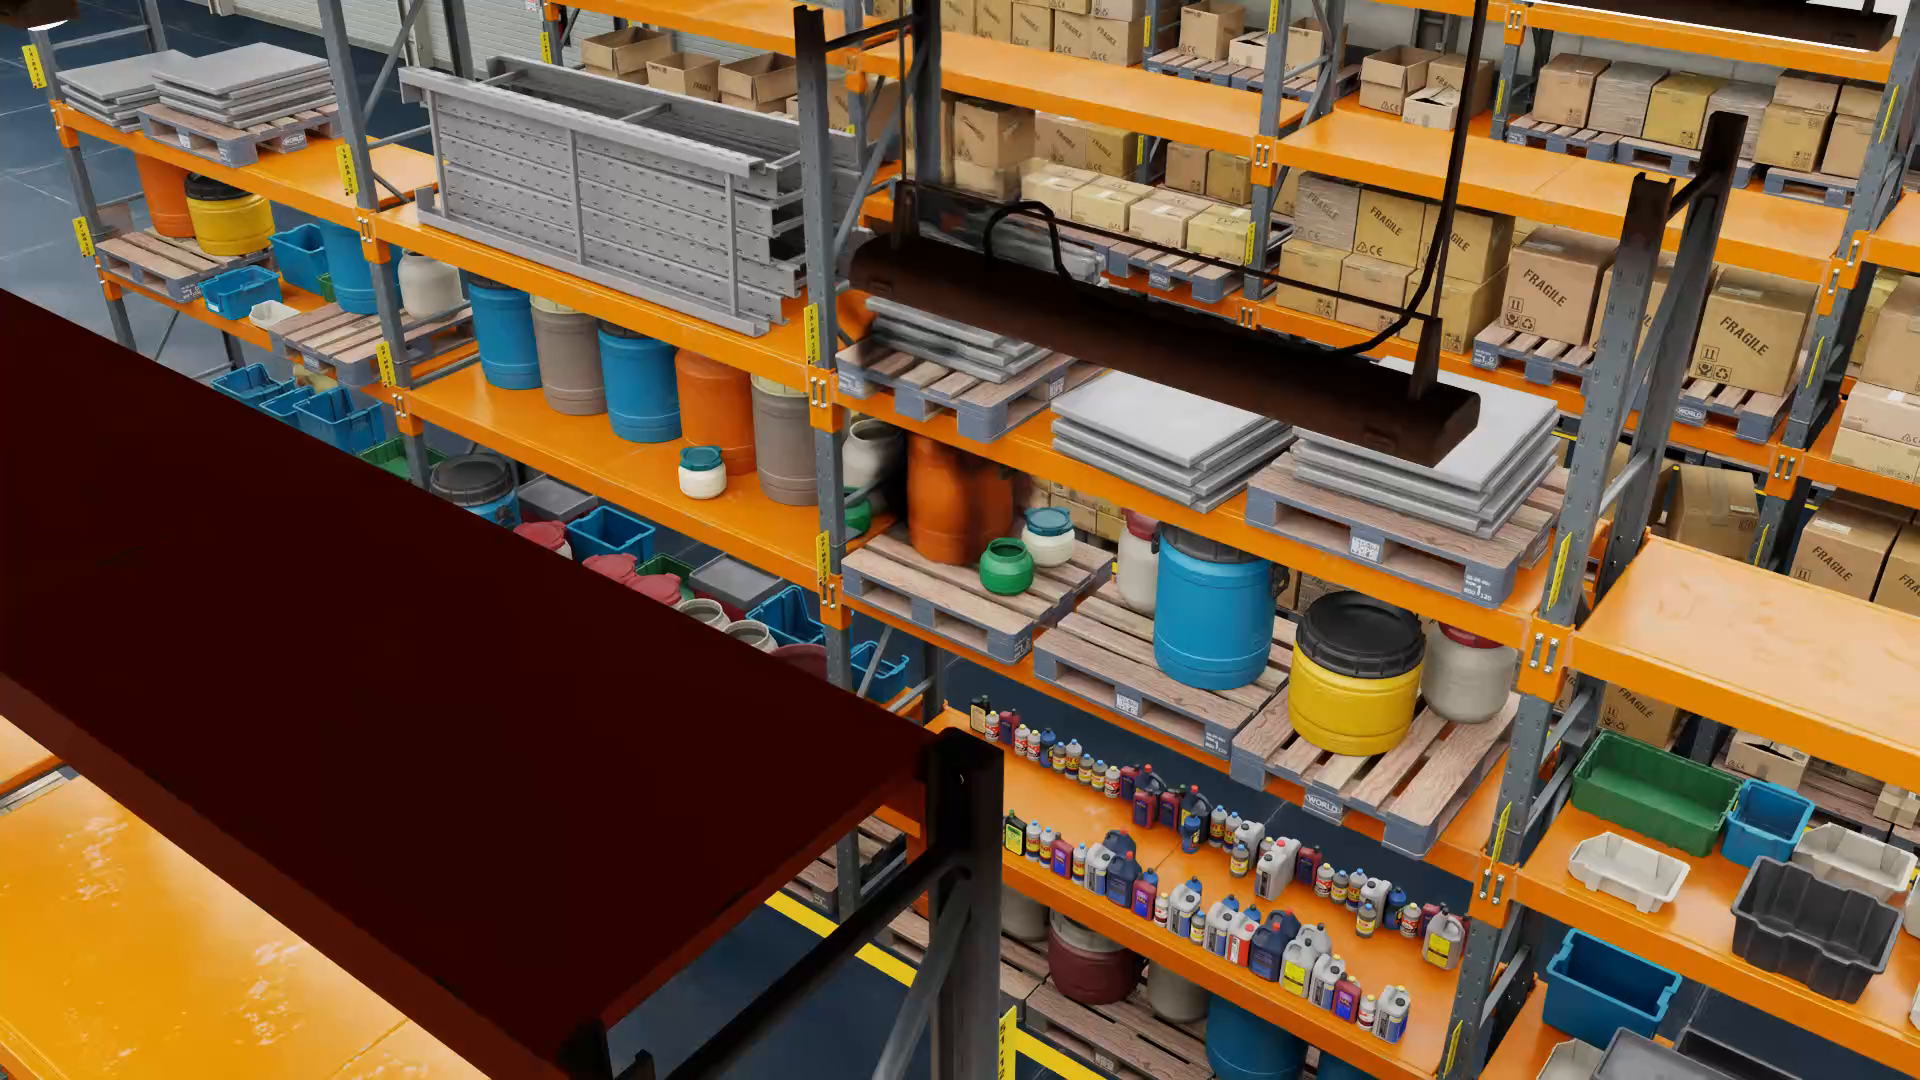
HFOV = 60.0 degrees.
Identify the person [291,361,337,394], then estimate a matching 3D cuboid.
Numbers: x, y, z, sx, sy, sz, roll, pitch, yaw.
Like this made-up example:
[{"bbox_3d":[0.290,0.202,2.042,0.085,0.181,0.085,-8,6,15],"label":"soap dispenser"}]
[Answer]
[{"bbox_3d":[-6.124,-1.381,15.999,0.828,1.656,0.624,11,33,18],"label":"person"}]
